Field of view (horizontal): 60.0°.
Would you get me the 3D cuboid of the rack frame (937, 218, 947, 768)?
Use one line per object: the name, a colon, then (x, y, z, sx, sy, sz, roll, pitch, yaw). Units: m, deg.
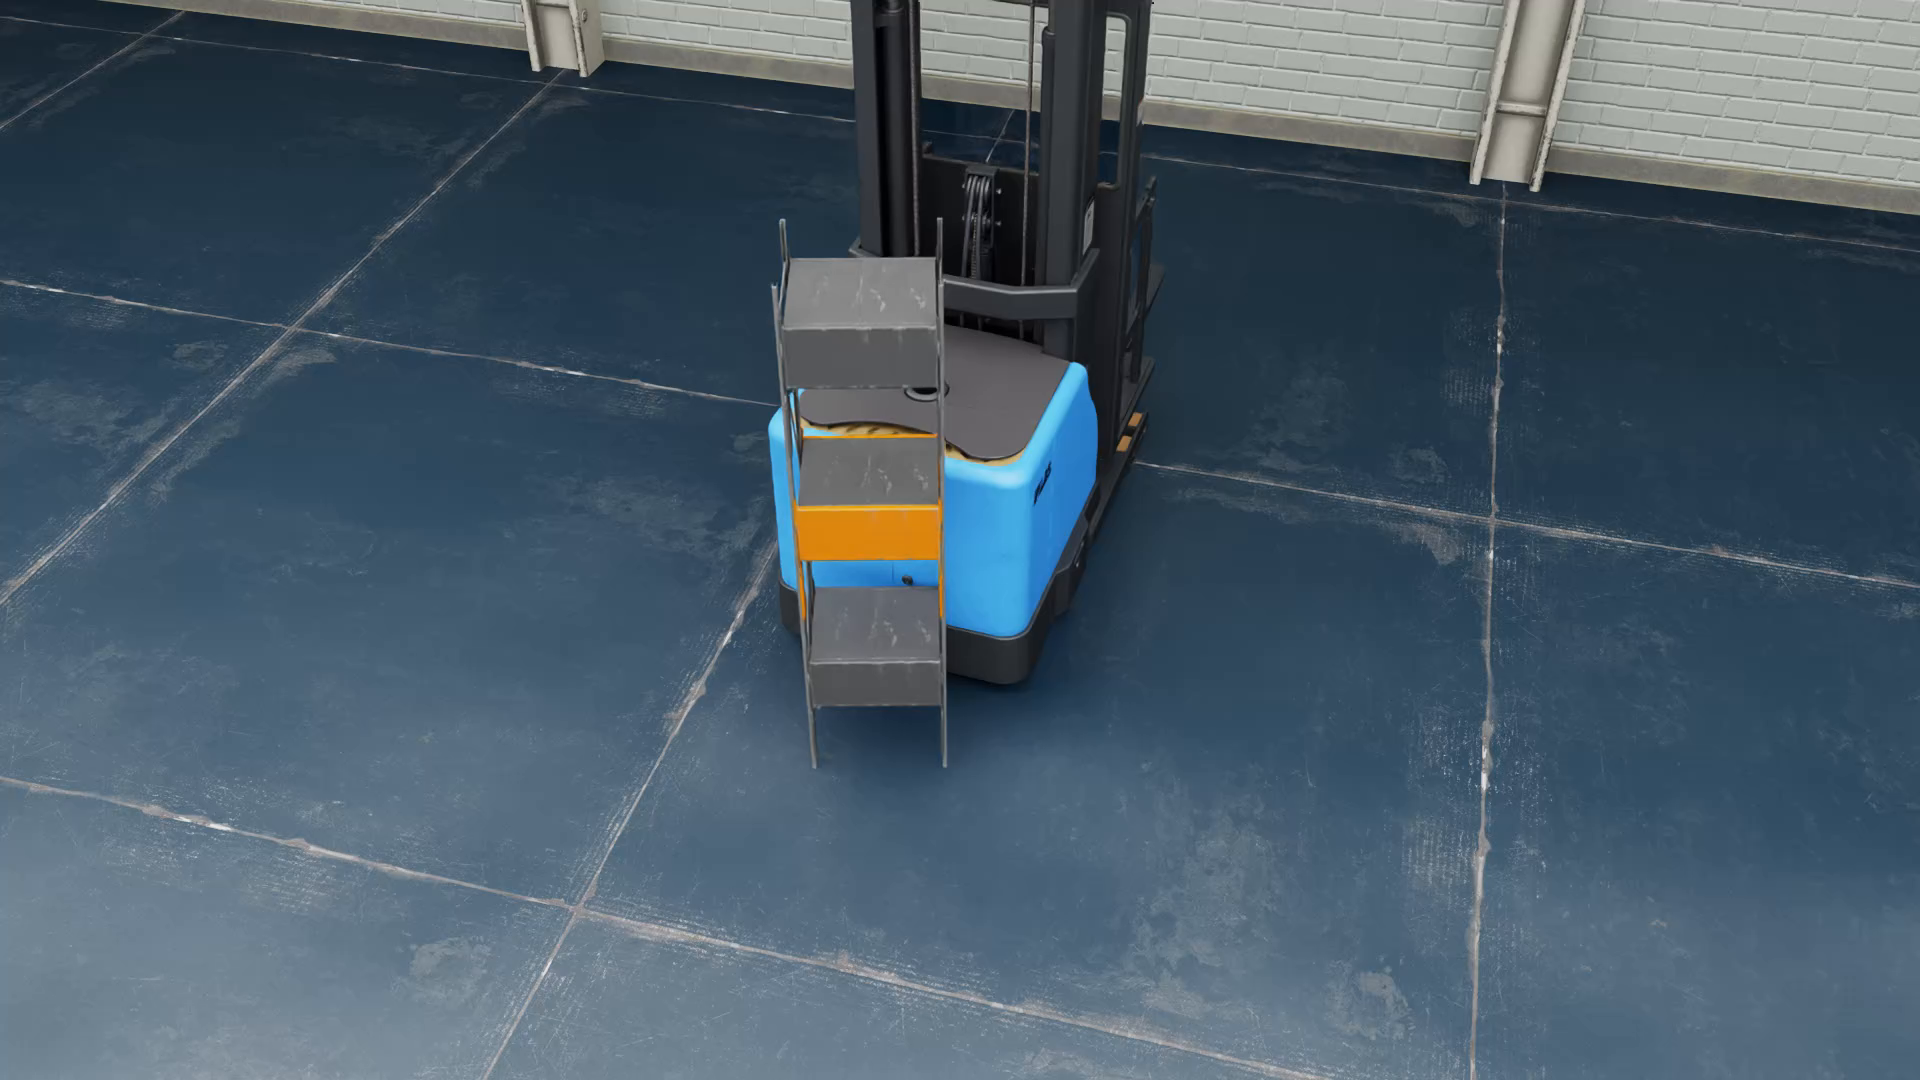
rack frame: (-0.060, -0.074, 5.703, 0.015, 2.100, 0.400, -1, 40, -1)

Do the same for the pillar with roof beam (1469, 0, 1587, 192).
pillar with roof beam: (2.101, -2.922, 3.732, 0.400, 9.000, 9.100, 10, 41, 11)

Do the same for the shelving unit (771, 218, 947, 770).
shelving unit: (-0.304, -0.071, 5.700, 0.503, 2.100, 0.431, -1, 40, -1)

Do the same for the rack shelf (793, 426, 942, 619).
rack shelf: (-0.304, -0.061, 5.709, 0.480, 0.518, 0.431, -1, 40, -1)

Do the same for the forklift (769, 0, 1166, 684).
forklift: (0.242, -1.517, 6.777, 1.130, 2.935, 3.031, 13, 42, 15)

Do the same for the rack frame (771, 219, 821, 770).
rack frame: (-0.548, -0.069, 5.697, 0.015, 2.100, 0.400, -1, 40, -1)

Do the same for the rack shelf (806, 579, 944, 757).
rack shelf: (-0.304, 0.472, 6.162, 0.480, 0.518, 0.431, -1, 40, -1)

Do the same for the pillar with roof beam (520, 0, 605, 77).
pillar with roof beam: (-3.695, -3.919, 4.920, 0.400, 9.000, 9.100, 10, 41, 11)

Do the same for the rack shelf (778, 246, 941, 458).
rack shelf: (-0.304, -0.594, 5.255, 0.480, 0.518, 0.431, -1, 40, -1)
